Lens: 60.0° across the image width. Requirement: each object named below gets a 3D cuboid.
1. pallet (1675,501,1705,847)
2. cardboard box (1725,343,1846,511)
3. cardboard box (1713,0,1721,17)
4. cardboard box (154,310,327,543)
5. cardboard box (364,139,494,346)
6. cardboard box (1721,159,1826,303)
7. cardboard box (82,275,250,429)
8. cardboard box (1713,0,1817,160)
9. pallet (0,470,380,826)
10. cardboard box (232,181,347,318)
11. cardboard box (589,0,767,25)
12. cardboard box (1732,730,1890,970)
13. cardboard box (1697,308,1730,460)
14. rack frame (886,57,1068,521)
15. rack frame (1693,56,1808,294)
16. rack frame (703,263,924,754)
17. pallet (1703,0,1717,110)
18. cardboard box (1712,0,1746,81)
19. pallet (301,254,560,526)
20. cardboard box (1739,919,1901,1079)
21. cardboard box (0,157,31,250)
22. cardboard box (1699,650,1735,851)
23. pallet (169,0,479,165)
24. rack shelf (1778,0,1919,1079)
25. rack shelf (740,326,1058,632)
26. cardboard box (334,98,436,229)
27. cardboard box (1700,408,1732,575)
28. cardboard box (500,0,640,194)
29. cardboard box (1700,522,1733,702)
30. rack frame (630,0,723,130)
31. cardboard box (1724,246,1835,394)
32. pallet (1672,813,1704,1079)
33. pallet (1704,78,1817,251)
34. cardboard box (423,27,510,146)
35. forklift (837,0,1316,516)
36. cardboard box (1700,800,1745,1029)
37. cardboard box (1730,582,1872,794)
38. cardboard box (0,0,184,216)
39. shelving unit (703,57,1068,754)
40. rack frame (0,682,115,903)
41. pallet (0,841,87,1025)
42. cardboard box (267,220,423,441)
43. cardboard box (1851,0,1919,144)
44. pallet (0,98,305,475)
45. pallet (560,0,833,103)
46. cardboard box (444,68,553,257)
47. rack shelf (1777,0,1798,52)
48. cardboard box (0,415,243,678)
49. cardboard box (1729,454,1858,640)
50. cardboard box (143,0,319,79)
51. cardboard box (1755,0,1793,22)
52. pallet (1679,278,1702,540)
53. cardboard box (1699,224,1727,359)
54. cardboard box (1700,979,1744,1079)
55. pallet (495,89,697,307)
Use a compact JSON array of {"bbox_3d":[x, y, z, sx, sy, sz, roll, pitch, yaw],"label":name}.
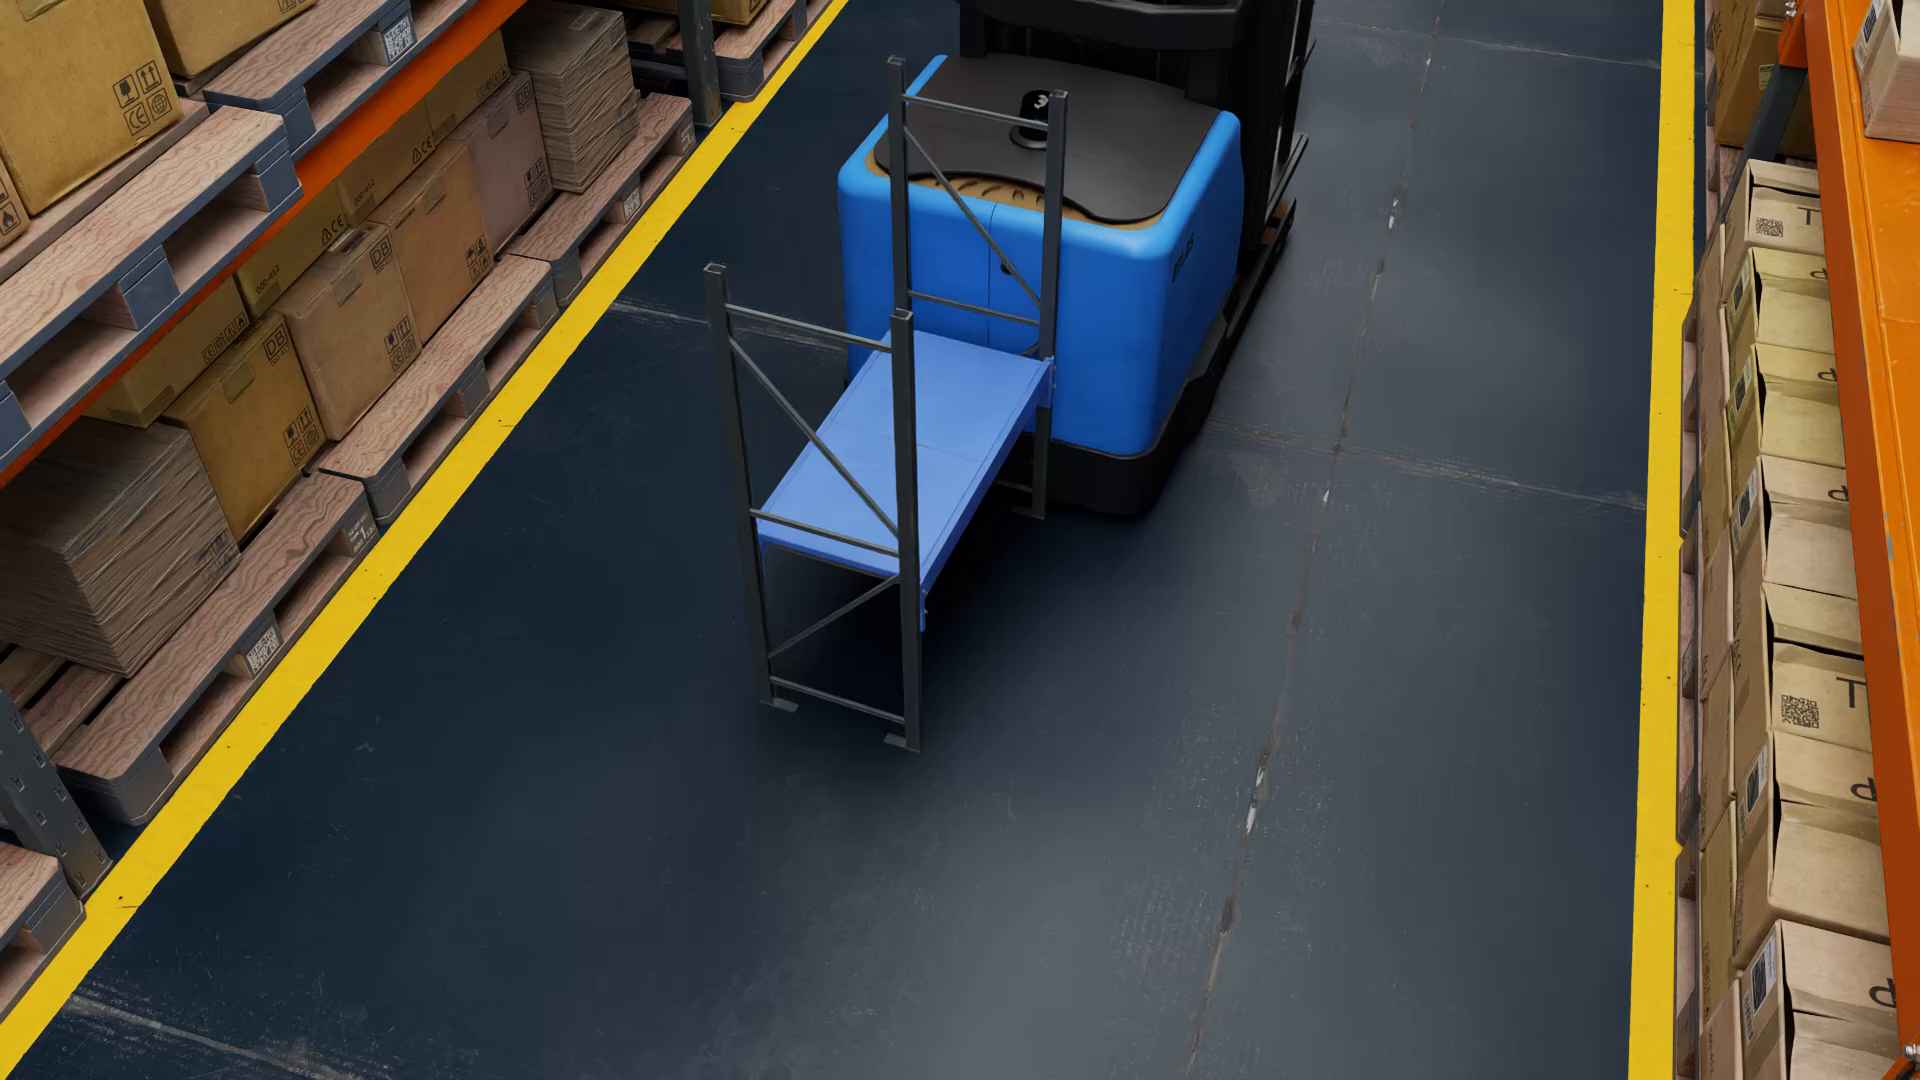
[{"bbox_3d":[2.557,0.445,4.644,1.003,0.211,1.213,13,46,13],"label":"pallet"},{"bbox_3d":[2.468,-0.292,4.668,0.500,0.311,0.500,11,46,11],"label":"cardboard box"},{"bbox_3d":[3.584,-2.535,7.169,0.500,0.500,0.500,11,45,11],"label":"cardboard box"},{"bbox_3d":[-2.403,-0.396,4.983,0.700,0.500,0.500,12,46,12],"label":"cardboard box"},{"bbox_3d":[-2.066,-1.066,5.667,0.700,0.500,0.500,12,46,12],"label":"cardboard box"},{"bbox_3d":[2.776,-0.983,5.375,0.500,0.311,0.500,14,46,14],"label":"cardboard box"},{"bbox_3d":[-2.382,-0.603,4.658,0.500,0.250,0.500,12,46,12],"label":"cardboard box"},{"bbox_3d":[3.274,-1.839,6.458,0.500,0.500,0.500,14,46,14],"label":"cardboard box"},{"bbox_3d":[-2.485,0.194,4.900,1.003,0.211,1.213,13,46,13],"label":"pallet"},{"bbox_3d":[-2.228,-0.951,5.013,0.500,0.250,0.500,11,46,11],"label":"cardboard box"},{"bbox_3d":[-1.160,-2.793,7.197,0.750,0.750,0.750,12,46,12],"label":"cardboard box"},{"bbox_3d":[2.004,0.717,3.637,0.500,0.311,0.500,14,46,14],"label":"cardboard box"},{"bbox_3d":[2.625,-0.448,5.228,0.500,0.250,0.500,11,46,11],"label":"cardboard box"},{"bbox_3d":[0.042,-0.673,4.866,0.500,1.500,0.032,16,47,16],"label":"rack frame"},{"bbox_3d":[3.215,-1.902,5.049,1.000,3.000,0.127,13,46,13],"label":"rack frame"},{"bbox_3d":[-0.338,-0.014,4.192,0.500,1.500,0.032,16,47,16],"label":"rack frame"},{"bbox_3d":[3.848,-2.206,7.353,1.003,0.211,1.213,13,46,13],"label":"pallet"},{"bbox_3d":[3.431,-2.184,6.810,0.500,0.500,0.500,11,45,11],"label":"cardboard box"},{"bbox_3d":[-2.117,-0.621,5.734,1.003,0.211,1.213,13,46,13],"label":"pallet"},{"bbox_3d":[1.853,1.065,3.281,0.500,0.311,0.500,13,46,13],"label":"cardboard box"},{"bbox_3d":[-2.532,-0.808,3.545,0.700,0.500,0.500,13,46,13],"label":"cardboard box"},{"bbox_3d":[2.162,0.581,4.177,0.500,0.250,0.500,13,46,13],"label":"cardboard box"},{"bbox_3d":[-2.068,-1.552,4.829,1.003,0.211,1.213,13,46,13],"label":"pallet"},{"bbox_3d":[2.609,-0.312,3.939,1.077,0.370,4.000,13,46,13],"label":"rack shelf"},{"bbox_3d":[-0.148,-0.215,4.654,0.538,0.185,1.000,16,47,16],"label":"rack shelf"},{"bbox_3d":[-2.059,-1.279,5.349,0.500,0.250,0.500,12,46,12],"label":"cardboard box"},{"bbox_3d":[2.473,-0.100,4.873,0.500,0.250,0.500,11,46,11],"label":"cardboard box"},{"bbox_3d":[-1.676,-1.722,6.338,0.700,0.500,0.500,13,46,13],"label":"cardboard box"},{"bbox_3d":[2.317,0.242,4.524,0.500,0.250,0.500,13,46,13],"label":"cardboard box"},{"bbox_3d":[-1.508,-2.949,6.119,1.000,3.000,0.127,13,46,13],"label":"rack frame"},{"bbox_3d":[2.625,-0.631,5.015,0.500,0.311,0.500,11,46,12],"label":"cardboard box"},{"bbox_3d":[2.189,1.261,3.810,1.003,0.211,1.213,13,46,13],"label":"pallet"},{"bbox_3d":[3.477,-1.395,6.525,1.003,0.211,1.213,13,46,13],"label":"pallet"},{"bbox_3d":[-1.908,-1.623,5.701,0.500,0.250,0.500,13,46,13],"label":"cardboard box"},{"bbox_3d":[0.647,-2.169,5.371,1.130,2.935,3.031,16,47,16],"label":"forklift"},{"bbox_3d":[2.007,0.922,3.829,0.500,0.250,0.500,12,46,12],"label":"cardboard box"},{"bbox_3d":[2.158,0.385,3.976,0.500,0.311,0.500,12,46,12],"label":"cardboard box"},{"bbox_3d":[-2.356,-1.179,3.924,0.700,0.500,0.500,17,47,17],"label":"cardboard box"},{"bbox_3d":[-0.148,-0.343,4.529,0.538,1.500,1.048,16,47,16],"label":"shelving unit"},{"bbox_3d":[-2.719,-0.283,3.394,1.000,3.000,0.127,13,46,13],"label":"rack frame"},{"bbox_3d":[-2.889,1.169,3.905,1.003,0.211,1.213,13,46,13],"label":"pallet"},{"bbox_3d":[-2.210,-0.727,5.321,0.700,0.500,0.500,13,46,13],"label":"cardboard box"},{"bbox_3d":[2.759,-1.315,4.513,0.500,0.311,0.500,12,46,12],"label":"cardboard box"},{"bbox_3d":[-2.349,-0.693,3.951,1.003,0.211,1.213,13,46,13],"label":"pallet"},{"bbox_3d":[-1.197,-2.462,7.615,1.003,0.211,1.213,13,46,13],"label":"pallet"},{"bbox_3d":[-1.943,-1.403,6.012,0.700,0.500,0.500,12,46,12],"label":"cardboard box"},{"bbox_3d":[3.820,-2.978,6.663,1.077,0.370,4.000,13,46,13],"label":"rack shelf"},{"bbox_3d":[-2.512,-0.041,4.620,0.700,0.500,0.500,14,46,14],"label":"cardboard box"},{"bbox_3d":[2.313,0.051,4.318,0.500,0.311,0.500,12,46,12],"label":"cardboard box"},{"bbox_3d":[-2.187,-1.624,4.379,0.700,0.500,0.500,19,47,18],"label":"cardboard box"},{"bbox_3d":[3.287,-2.146,6.235,0.500,0.250,0.500,14,46,14],"label":"cardboard box"},{"bbox_3d":[2.928,-0.365,5.472,1.003,0.211,1.213,13,46,13],"label":"pallet"},{"bbox_3d":[2.776,-0.783,5.571,0.500,0.250,0.500,12,46,12],"label":"cardboard box"},{"bbox_3d":[1.852,1.259,3.485,0.500,0.250,0.500,12,46,12],"label":"cardboard box"},{"bbox_3d":[-1.746,-1.432,6.562,1.003,0.211,1.213,13,46,13],"label":"pallet"}]
